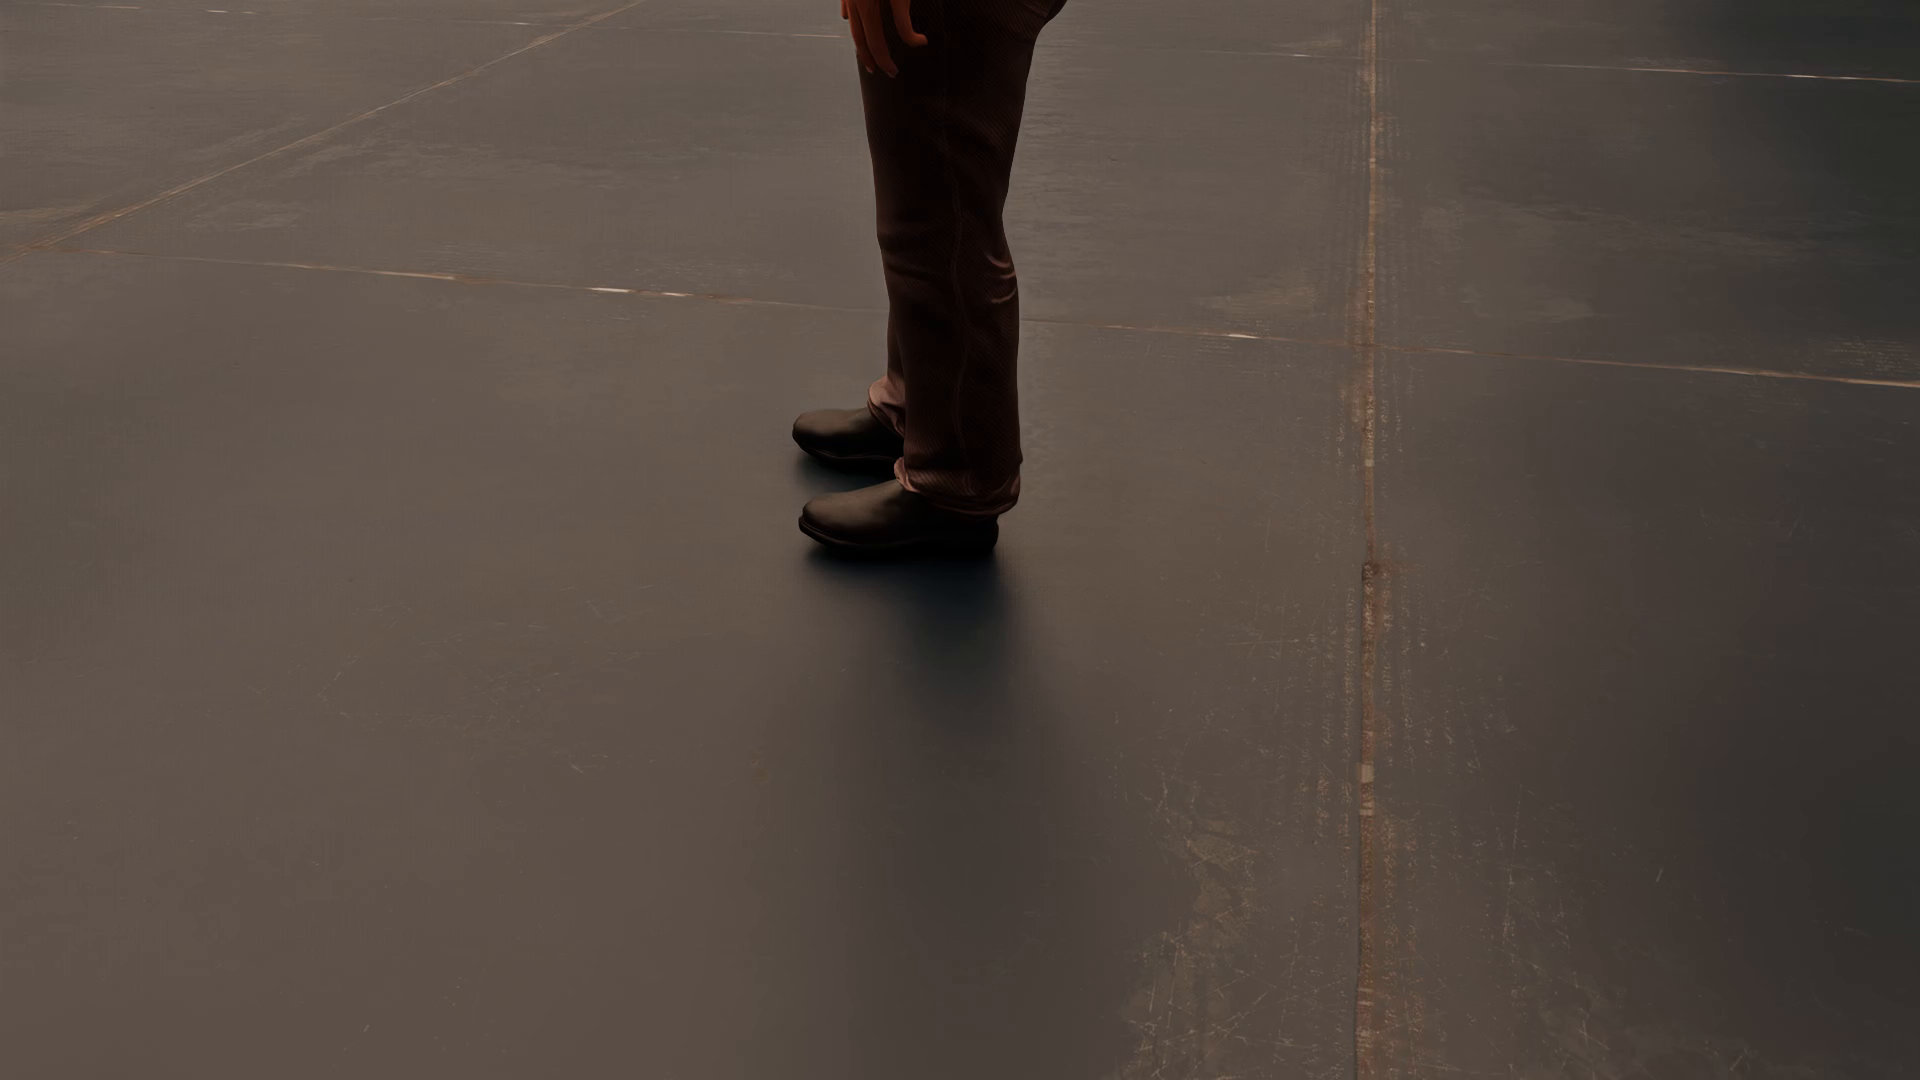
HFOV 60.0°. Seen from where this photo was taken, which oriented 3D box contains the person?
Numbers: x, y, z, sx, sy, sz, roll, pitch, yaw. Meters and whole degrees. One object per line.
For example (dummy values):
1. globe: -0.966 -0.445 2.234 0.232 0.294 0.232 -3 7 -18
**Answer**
1. person: -0.060 -0.784 2.127 0.566 1.722 0.633 6 27 11
